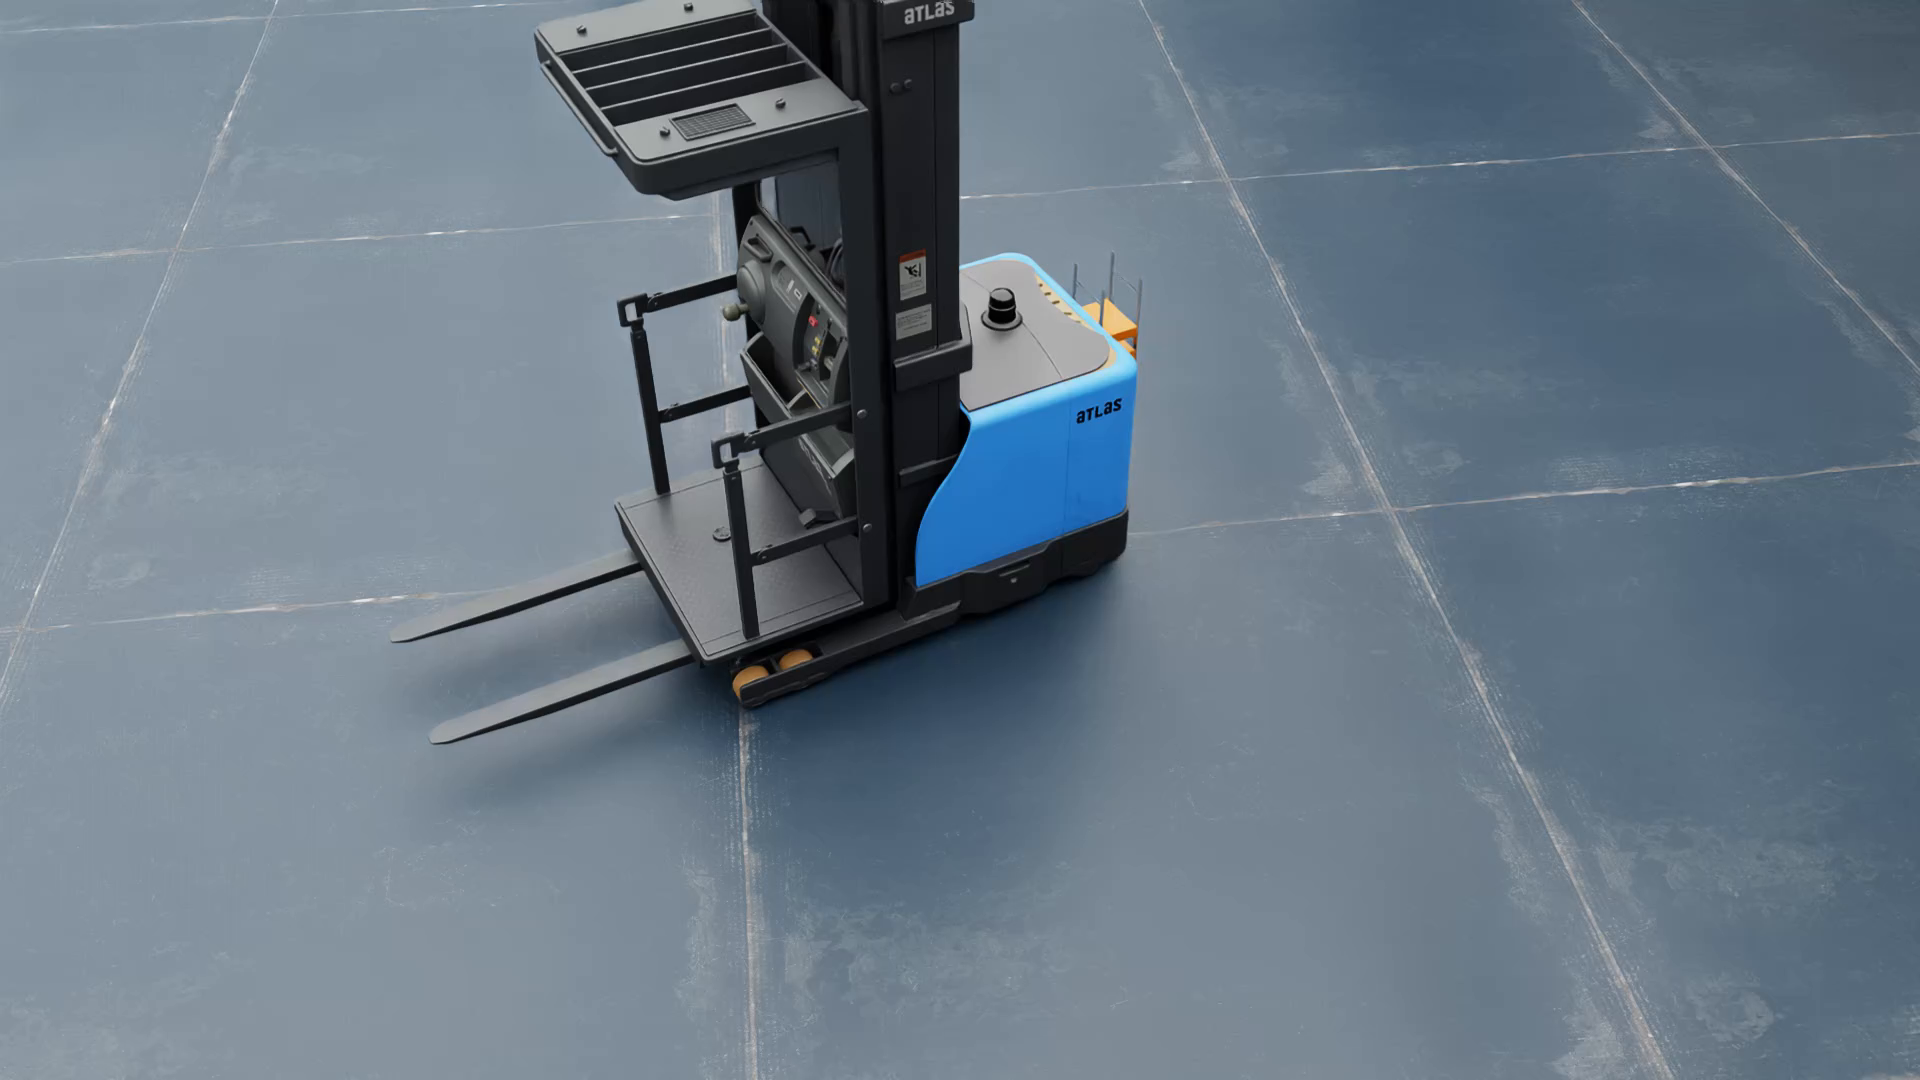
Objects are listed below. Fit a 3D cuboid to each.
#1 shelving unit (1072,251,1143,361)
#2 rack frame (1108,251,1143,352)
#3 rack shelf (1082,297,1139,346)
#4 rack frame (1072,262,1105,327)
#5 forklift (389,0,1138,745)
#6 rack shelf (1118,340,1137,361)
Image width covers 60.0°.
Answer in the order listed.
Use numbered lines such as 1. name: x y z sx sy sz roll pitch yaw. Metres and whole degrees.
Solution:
1. shelving unit: 0.617 -0.677 7.320 0.189 1.200 0.258 -20 46 -20
2. rack frame: 0.698 -0.706 7.352 0.006 1.200 0.240 -20 46 -20
3. rack shelf: 0.617 -0.912 7.109 0.180 0.103 0.258 -20 46 -20
4. rack frame: 0.536 -0.649 7.289 0.006 1.200 0.240 -20 46 -20
5. forklift: -0.815 -0.823 6.190 3.031 2.935 1.130 -20 46 -20
6. rack shelf: 0.617 -0.823 7.189 0.180 0.103 0.258 -20 46 -20
